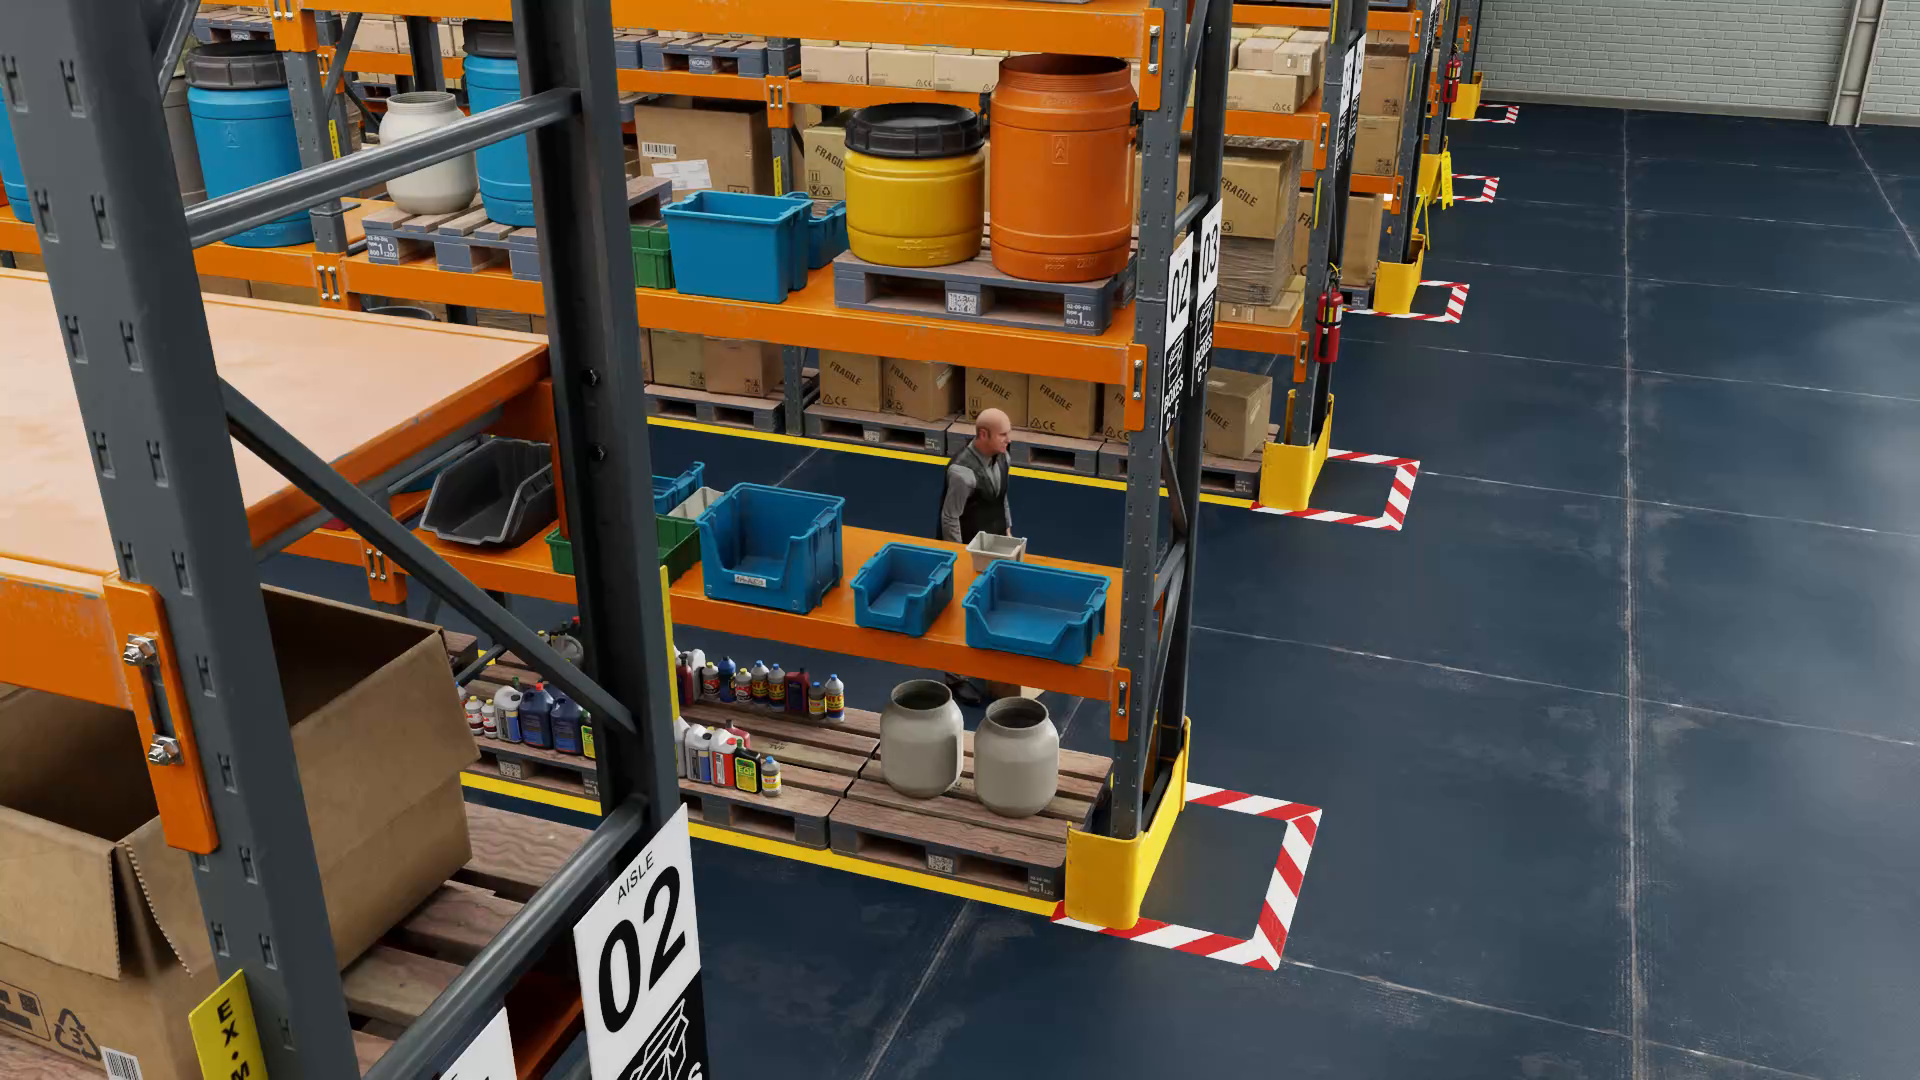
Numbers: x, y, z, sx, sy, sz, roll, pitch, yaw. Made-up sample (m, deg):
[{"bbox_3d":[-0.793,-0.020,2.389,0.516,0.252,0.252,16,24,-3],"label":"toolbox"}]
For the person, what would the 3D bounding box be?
[{"bbox_3d":[0.117,0.055,9.484,0.475,1.718,0.582,17,30,31],"label":"person"}]
